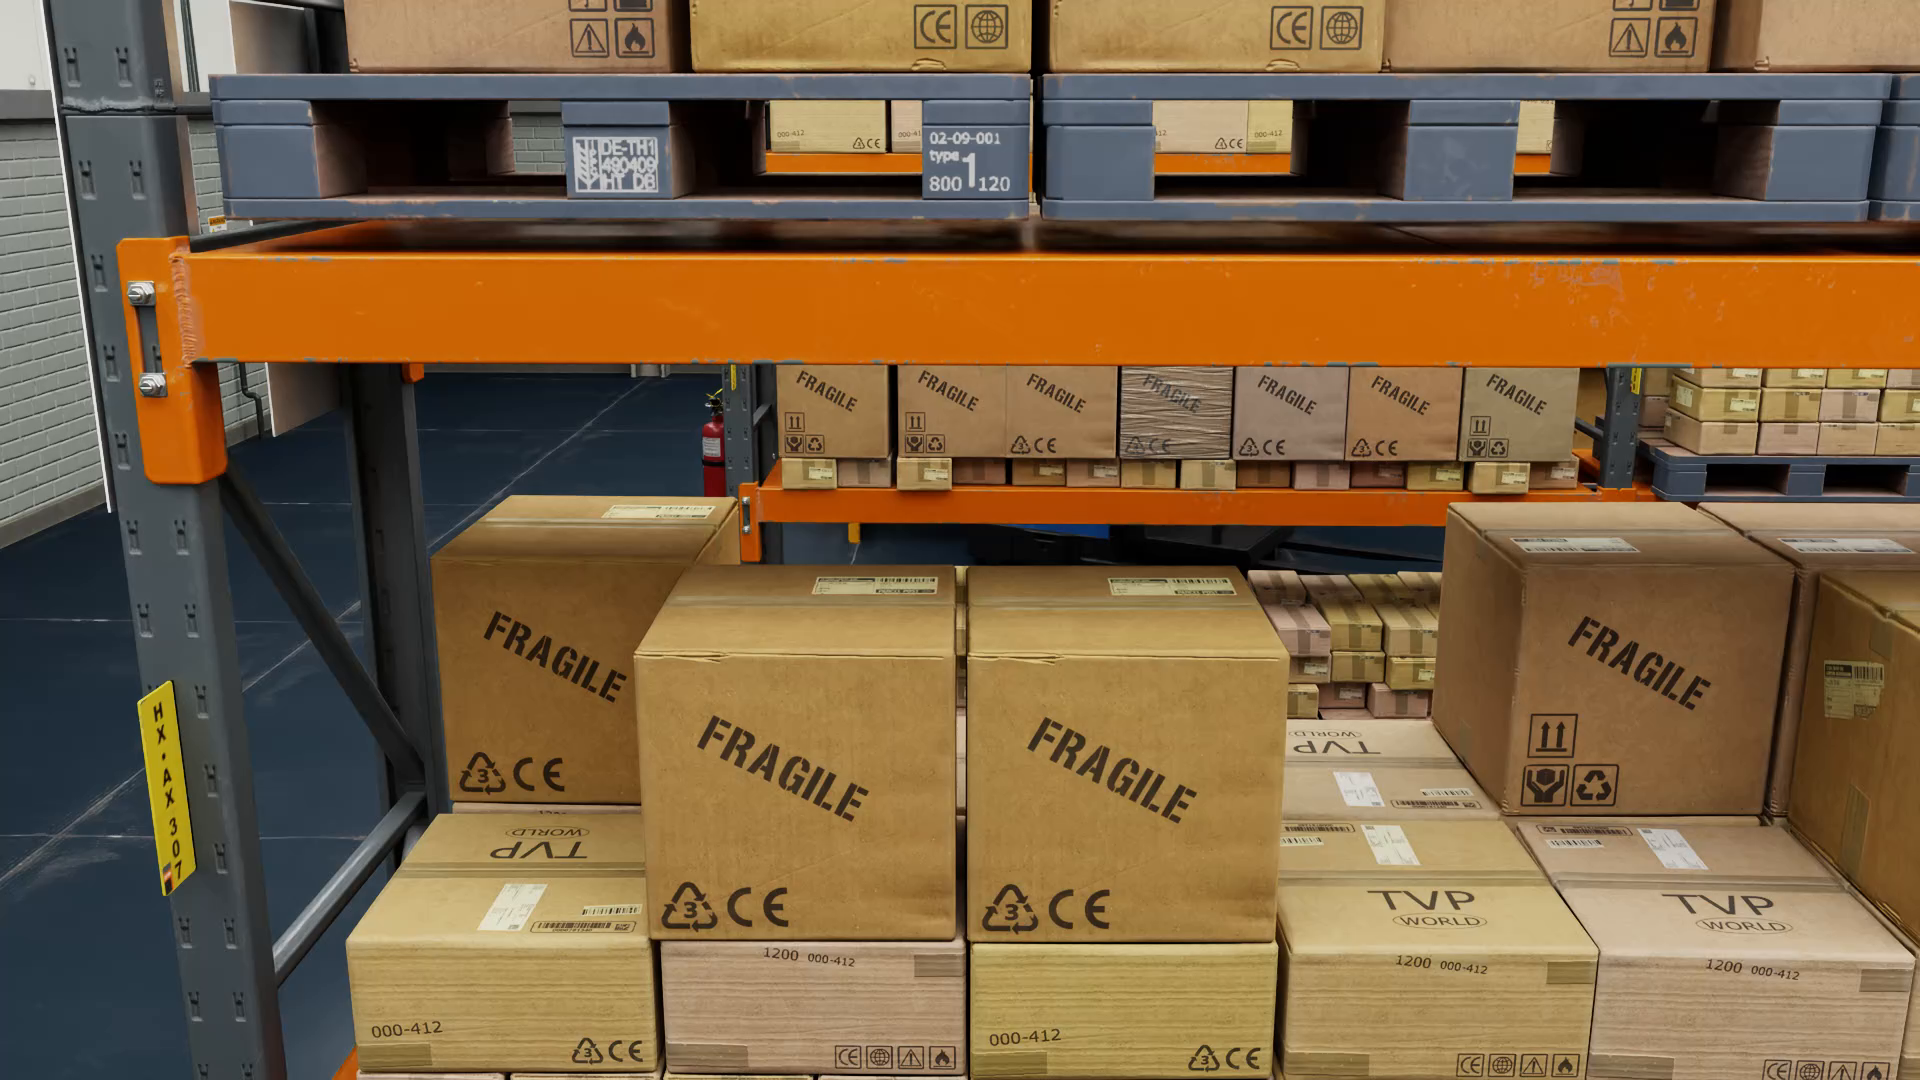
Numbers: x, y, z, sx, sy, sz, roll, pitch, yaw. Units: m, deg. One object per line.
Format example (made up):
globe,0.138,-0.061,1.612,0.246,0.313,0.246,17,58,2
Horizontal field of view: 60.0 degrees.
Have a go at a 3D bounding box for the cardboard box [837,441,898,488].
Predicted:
cardboard box,-0.431,-0.359,7.812,0.250,0.149,0.380,1,15,3

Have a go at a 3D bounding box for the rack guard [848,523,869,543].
rack guard,-0.734,-0.177,12.020,0.087,0.250,0.587,1,15,3

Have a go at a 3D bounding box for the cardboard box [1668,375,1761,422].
cardboard box,3.379,-0.636,7.458,0.250,0.149,0.380,1,15,2

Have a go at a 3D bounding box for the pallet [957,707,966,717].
pallet,-0.115,0.806,8.370,1.213,0.211,1.003,0,15,1

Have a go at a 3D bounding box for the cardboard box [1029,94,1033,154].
cardboard box,0.482,-1.862,7.432,0.500,0.250,0.500,0,15,0

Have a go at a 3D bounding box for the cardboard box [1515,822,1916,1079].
cardboard box,1.293,0.720,2.941,0.500,0.250,0.500,1,15,3

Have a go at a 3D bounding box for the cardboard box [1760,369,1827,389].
cardboard box,3.658,-0.780,7.419,0.250,0.149,0.380,1,15,3

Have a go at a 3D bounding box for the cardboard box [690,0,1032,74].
cardboard box,-0.149,-1.019,2.726,0.500,0.500,0.700,0,15,-1

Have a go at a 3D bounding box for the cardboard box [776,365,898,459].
cardboard box,-0.560,-0.676,7.742,0.500,0.500,0.500,1,15,4

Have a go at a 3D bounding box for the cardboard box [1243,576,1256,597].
cardboard box,1.342,0.297,8.434,0.250,0.149,0.380,0,15,-1

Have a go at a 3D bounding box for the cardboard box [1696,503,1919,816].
cardboard box,1.805,0.226,3.344,0.500,0.500,0.500,0,15,1

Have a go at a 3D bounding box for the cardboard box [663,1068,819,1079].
cardboard box,-0.371,0.918,2.972,0.250,0.149,0.380,0,15,0

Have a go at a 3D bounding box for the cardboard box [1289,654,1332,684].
cardboard box,1.631,0.561,8.017,0.250,0.149,0.380,1,15,3

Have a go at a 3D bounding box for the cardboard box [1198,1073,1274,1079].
cardboard box,0.402,0.923,2.954,0.250,0.149,0.380,0,15,1

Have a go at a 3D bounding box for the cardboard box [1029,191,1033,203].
cardboard box,0.419,-2.593,12.359,0.250,0.149,0.380,1,15,2

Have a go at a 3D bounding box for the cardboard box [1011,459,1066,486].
cardboard box,0.370,-0.368,7.849,0.250,0.149,0.380,0,15,1

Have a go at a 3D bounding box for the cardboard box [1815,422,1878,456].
cardboard box,3.906,-0.490,7.485,0.250,0.149,0.380,0,15,2

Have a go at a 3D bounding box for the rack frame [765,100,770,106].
rack frame,-1.002,-3.458,7.305,0.127,3.000,1.000,0,15,1

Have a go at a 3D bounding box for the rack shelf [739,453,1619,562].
rack shelf,0.997,-0.196,8.113,4.000,0.370,1.077,0,15,1

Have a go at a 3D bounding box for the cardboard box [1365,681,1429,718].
cardboard box,2.073,0.721,7.994,0.250,0.149,0.380,0,15,0

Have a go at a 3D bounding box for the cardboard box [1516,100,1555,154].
cardboard box,2.499,-1.843,7.360,0.500,0.250,0.500,1,15,3

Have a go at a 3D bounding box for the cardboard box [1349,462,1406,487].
cardboard box,1.923,-0.362,7.823,0.250,0.149,0.380,0,15,0

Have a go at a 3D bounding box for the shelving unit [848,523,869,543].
shelving unit,-0.237,-0.773,11.831,1.083,1.500,0.587,1,15,3

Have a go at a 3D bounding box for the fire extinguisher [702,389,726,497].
fire extinguisher,-1.242,-0.459,8.581,0.183,0.674,0.296,0,15,1

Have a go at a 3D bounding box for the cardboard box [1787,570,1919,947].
cardboard box,1.802,0.360,2.835,0.500,0.500,0.500,1,15,2

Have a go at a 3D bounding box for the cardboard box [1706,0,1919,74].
cardboard box,1.448,-1.011,2.697,0.500,0.500,0.700,1,15,4

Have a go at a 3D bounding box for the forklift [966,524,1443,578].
forklift,1.591,-1.187,10.592,3.031,2.935,1.130,8,17,27

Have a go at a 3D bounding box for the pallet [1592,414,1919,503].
pallet,3.757,-0.396,7.837,1.213,0.211,1.003,0,15,1

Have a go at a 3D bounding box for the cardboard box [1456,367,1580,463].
cardboard box,2.506,-0.654,7.660,0.500,0.500,0.500,0,15,2

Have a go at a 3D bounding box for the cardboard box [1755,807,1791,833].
cardboard box,1.809,0.588,3.443,0.500,0.250,0.500,0,15,1

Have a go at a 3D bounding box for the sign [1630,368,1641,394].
sign,2.991,-0.811,7.337,0.005,0.325,0.100,0,15,1

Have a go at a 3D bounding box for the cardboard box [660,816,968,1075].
cardboard box,-0.237,0.710,2.981,0.500,0.250,0.500,0,15,1

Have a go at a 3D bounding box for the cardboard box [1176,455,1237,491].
cardboard box,1.141,-0.343,7.754,0.250,0.149,0.380,1,15,3

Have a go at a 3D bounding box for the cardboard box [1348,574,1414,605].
cardboard box,2.130,0.296,8.438,0.250,0.149,0.380,0,15,1

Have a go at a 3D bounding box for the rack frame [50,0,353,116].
rack frame,-1.230,-2.193,2.514,0.127,3.000,1.000,0,15,1

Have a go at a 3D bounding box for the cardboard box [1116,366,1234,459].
cardboard box,0.975,-0.671,7.722,0.500,0.500,0.500,0,15,0

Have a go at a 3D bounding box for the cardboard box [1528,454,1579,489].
cardboard box,2.705,-0.352,7.785,0.250,0.149,0.380,0,15,1

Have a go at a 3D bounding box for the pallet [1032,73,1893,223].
pallet,0.735,-0.691,2.872,1.213,0.211,1.003,0,15,1

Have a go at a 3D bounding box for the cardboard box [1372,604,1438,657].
cardboard box,2.129,0.430,7.931,0.250,0.149,0.380,0,15,1

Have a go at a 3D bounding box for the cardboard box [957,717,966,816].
cardboard box,-0.231,0.575,3.492,0.500,0.250,0.500,0,15,0

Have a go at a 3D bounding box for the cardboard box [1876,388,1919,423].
cardboard box,4.156,-0.632,7.442,0.250,0.149,0.380,0,15,-1

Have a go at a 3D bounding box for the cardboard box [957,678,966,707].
cardboard box,0.026,0.684,8.132,0.250,0.149,0.380,1,15,2

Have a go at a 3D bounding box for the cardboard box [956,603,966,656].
cardboard box,0.040,0.426,7.943,0.250,0.149,0.380,0,15,1

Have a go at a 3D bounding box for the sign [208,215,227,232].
sign,-6.623,-2.772,14.848,0.001,0.242,0.339,0,15,1

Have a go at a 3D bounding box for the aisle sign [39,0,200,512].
aisle sign,-1.309,-0.474,2.659,0.004,0.787,0.394,0,15,1
